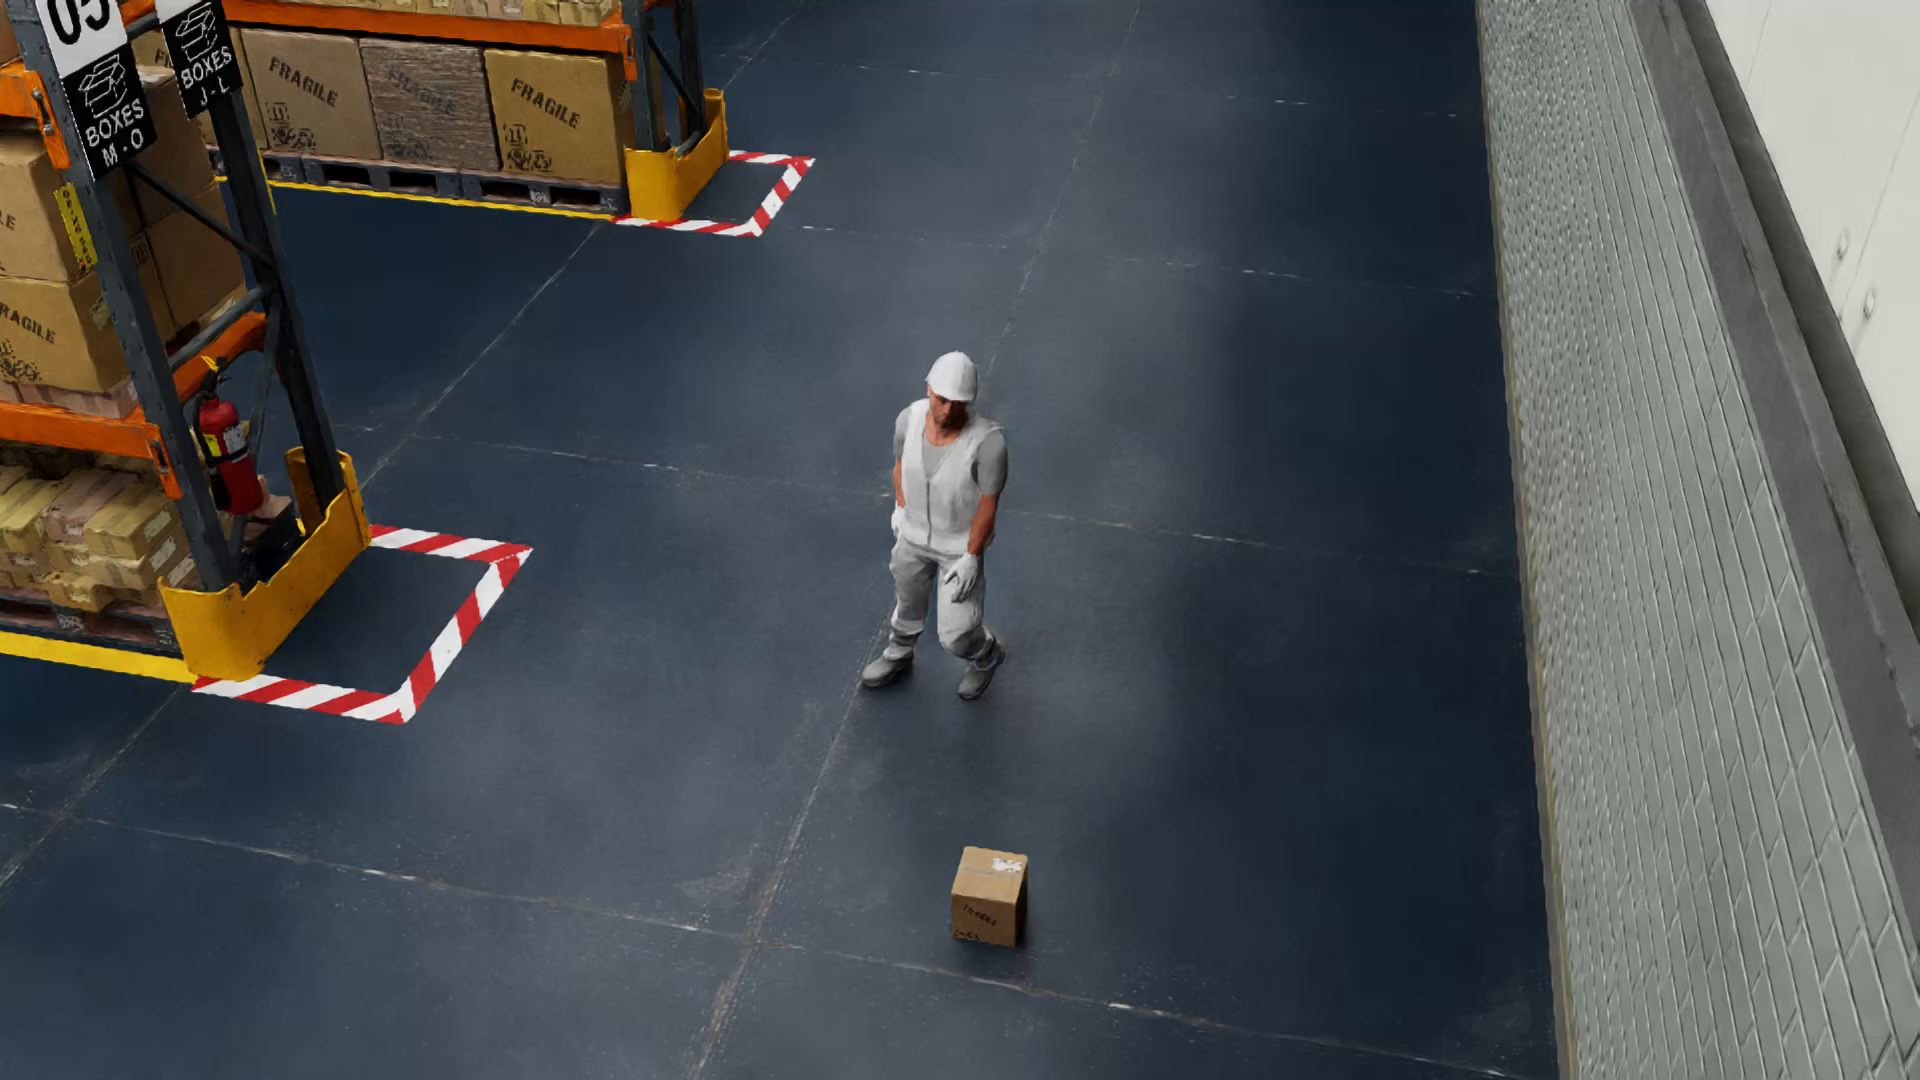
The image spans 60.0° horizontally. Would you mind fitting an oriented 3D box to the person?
[{"bbox_3d":[-0.127,-0.024,6.967,0.670,1.769,0.475,18,40,23],"label":"person"}]
